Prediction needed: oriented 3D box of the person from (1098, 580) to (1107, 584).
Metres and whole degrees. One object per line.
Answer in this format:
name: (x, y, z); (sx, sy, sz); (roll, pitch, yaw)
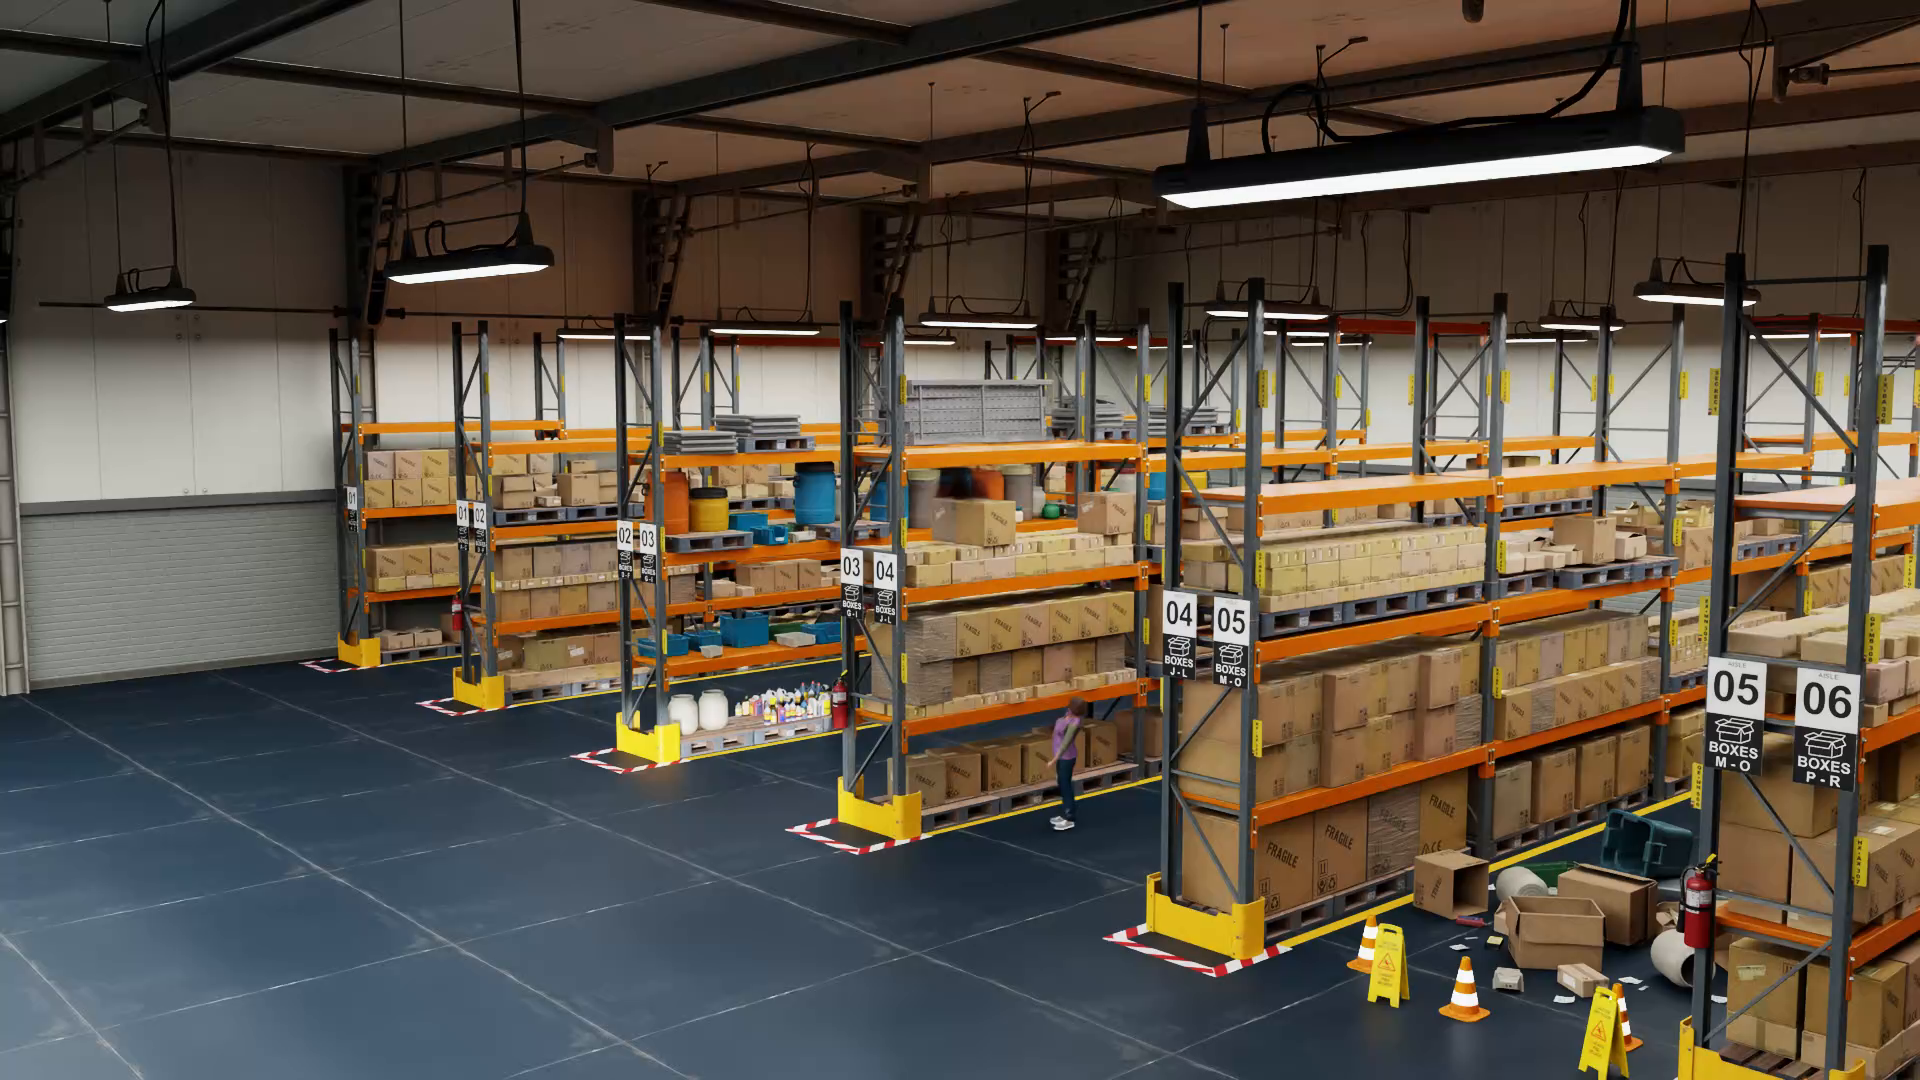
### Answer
person: (3.041, 1.039, 33.233); (0.762, 1.681, 0.536); (-6, 8, -44)

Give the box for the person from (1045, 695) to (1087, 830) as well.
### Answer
person: (1.182, 2.517, 18.992); (0.474, 1.560, 0.551); (-1, 6, -6)
